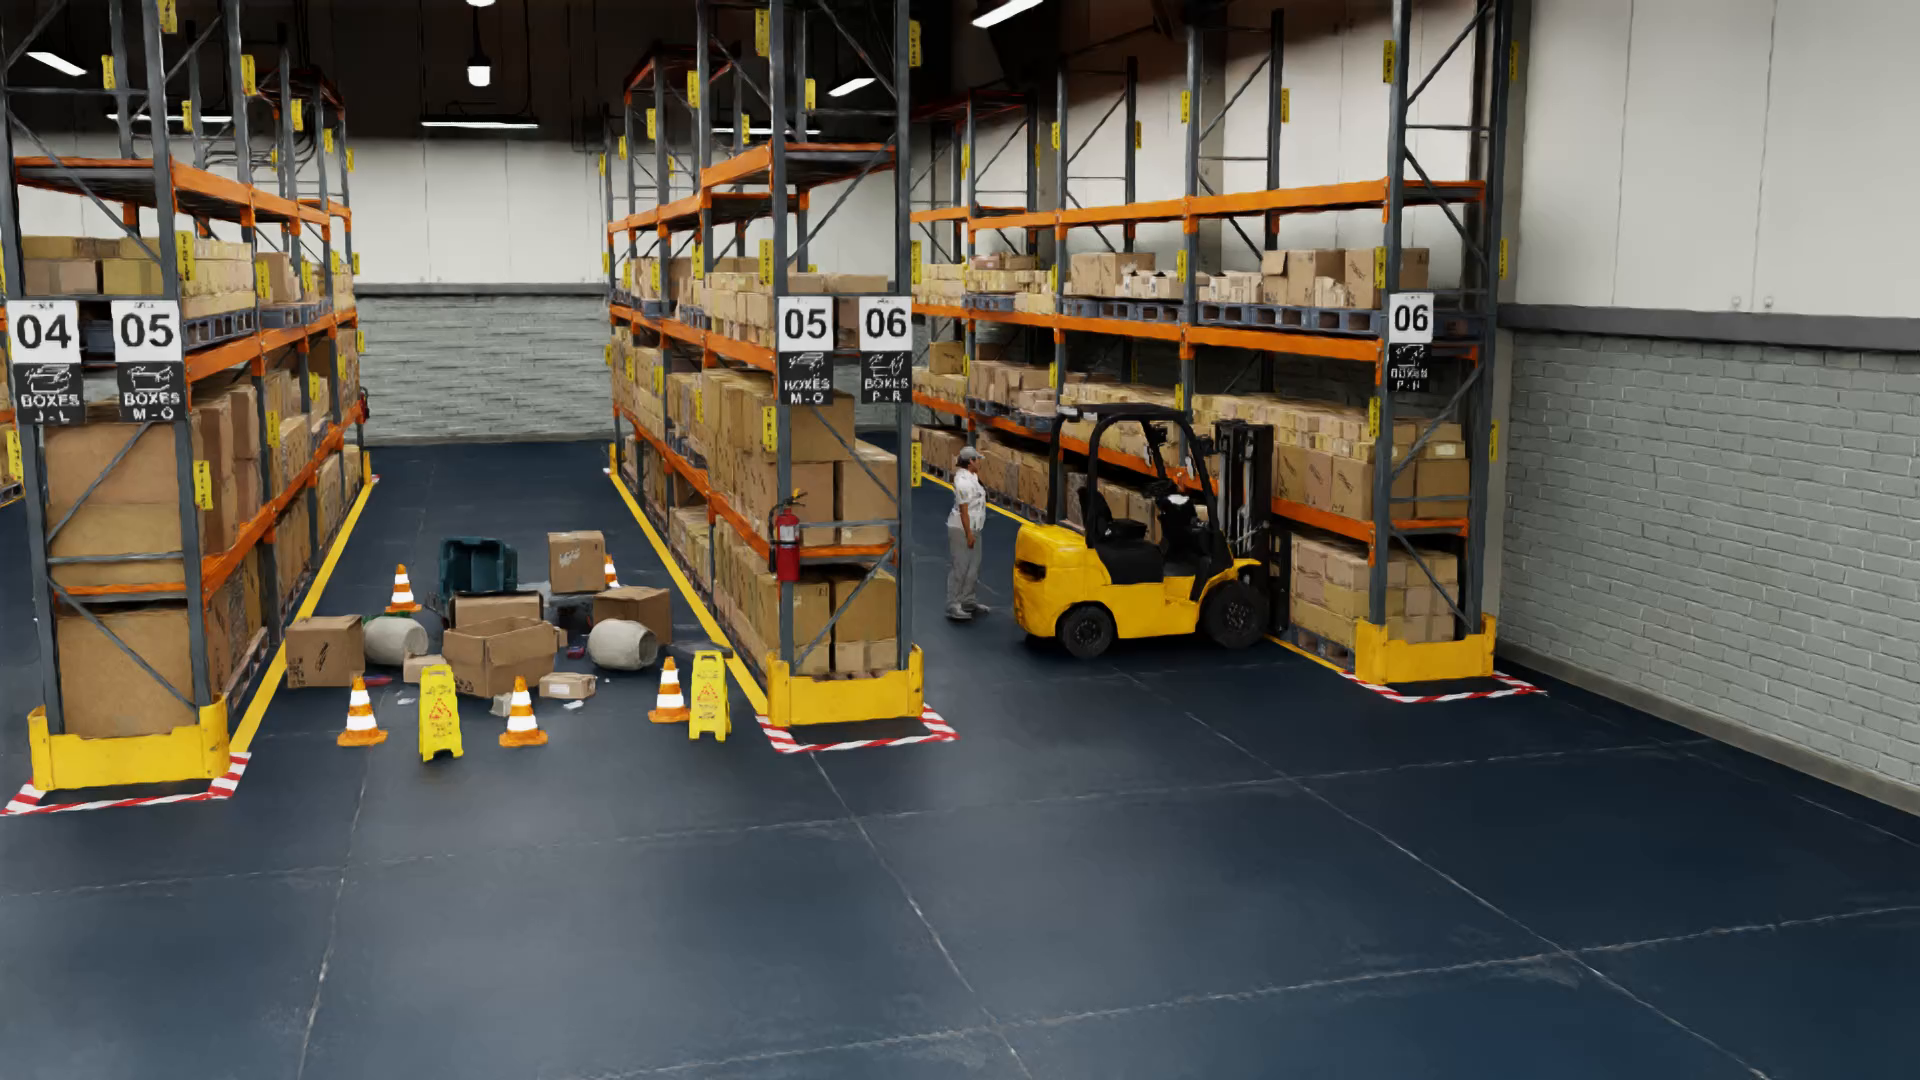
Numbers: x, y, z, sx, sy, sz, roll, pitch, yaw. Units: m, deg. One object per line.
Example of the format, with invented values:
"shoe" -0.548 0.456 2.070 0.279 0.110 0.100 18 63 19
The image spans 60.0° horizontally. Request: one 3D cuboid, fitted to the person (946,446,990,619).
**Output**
"person" 0.069 -0.085 16.304 0.410 1.675 0.526 1 9 7
